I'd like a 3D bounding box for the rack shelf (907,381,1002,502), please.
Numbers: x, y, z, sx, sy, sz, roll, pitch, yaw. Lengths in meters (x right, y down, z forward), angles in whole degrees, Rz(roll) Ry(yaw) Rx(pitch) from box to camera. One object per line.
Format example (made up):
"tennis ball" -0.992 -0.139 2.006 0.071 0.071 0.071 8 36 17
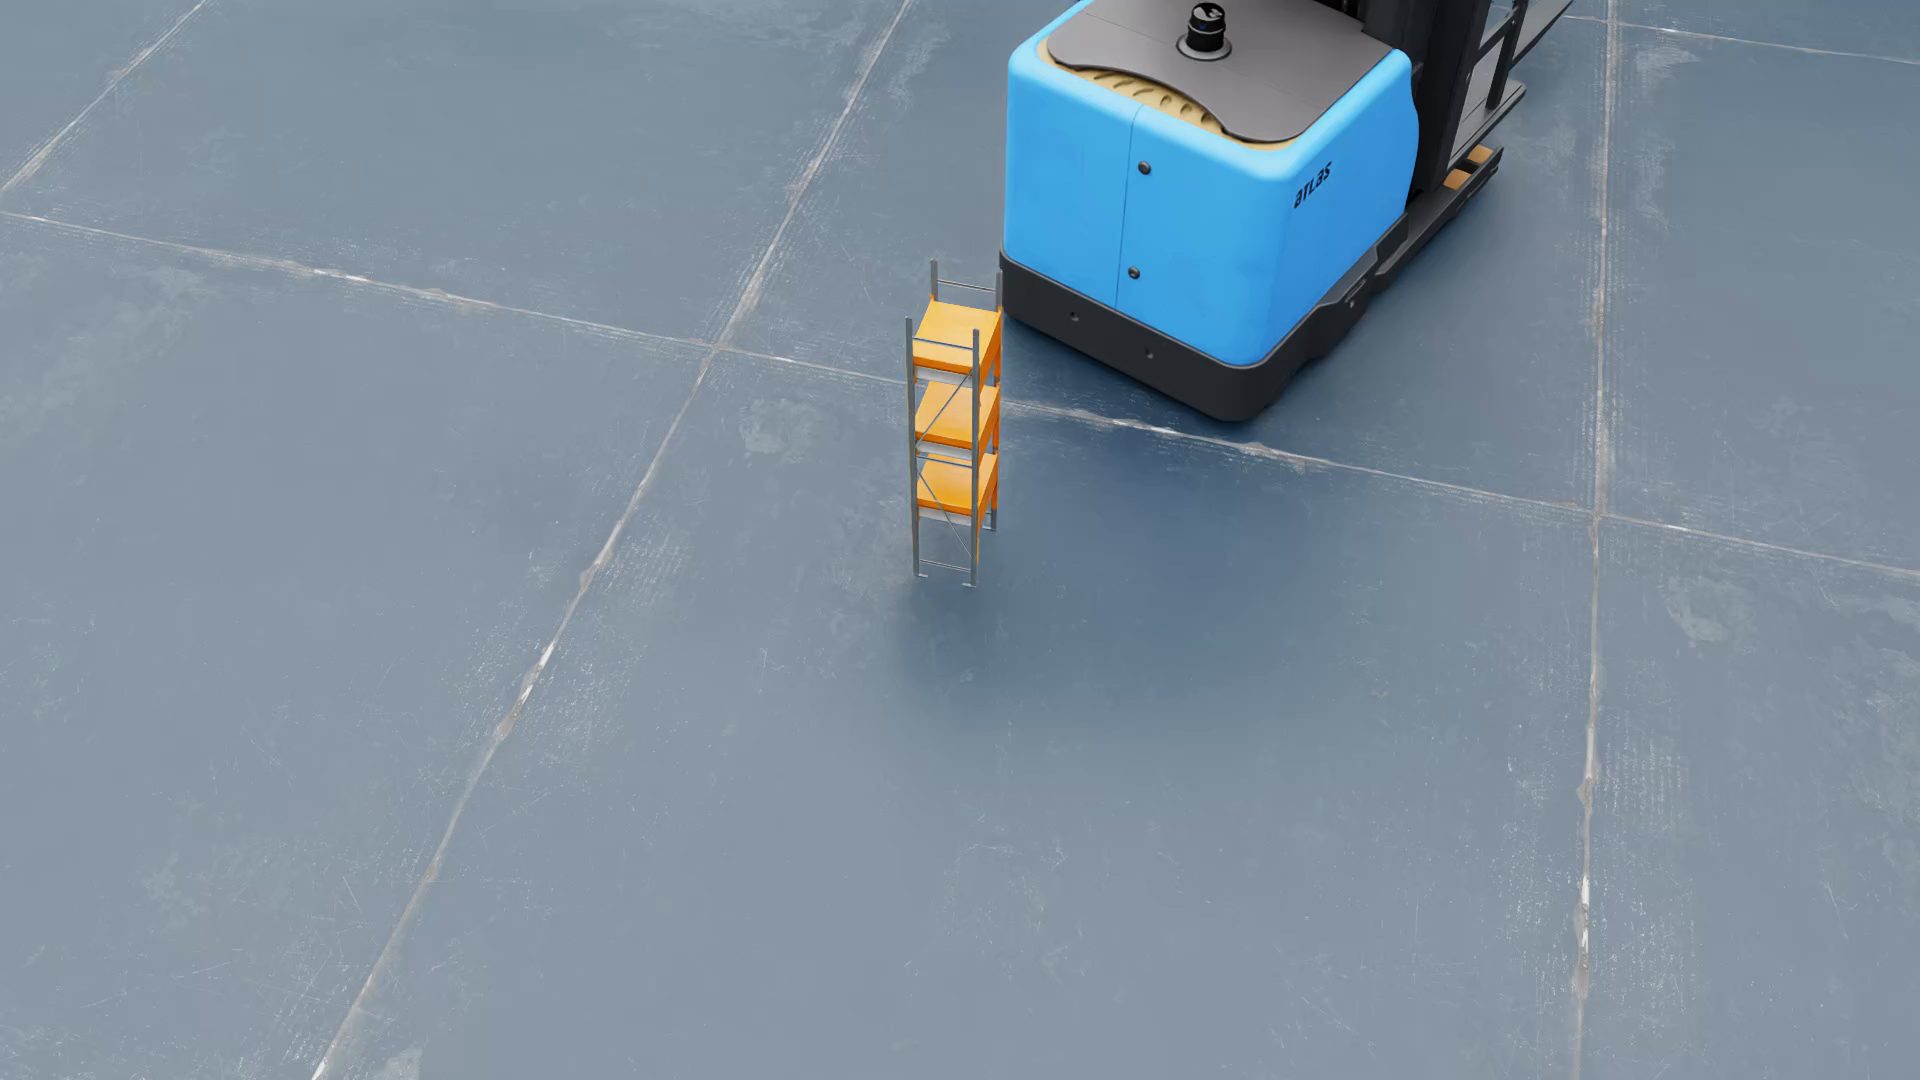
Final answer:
"rack shelf" -0.014 -0.302 4.830 0.215 0.259 0.240 12 50 10

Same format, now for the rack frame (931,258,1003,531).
"rack frame" 0.018 -0.397 4.900 0.200 1.050 0.008 12 50 10

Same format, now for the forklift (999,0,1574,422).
"forklift" 1.433 -2.419 5.430 1.130 2.935 3.031 30 55 24

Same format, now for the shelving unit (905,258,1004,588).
"shelving unit" -0.014 -0.309 4.822 0.215 1.050 0.252 12 50 10

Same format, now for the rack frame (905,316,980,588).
"rack frame" -0.046 -0.220 4.744 0.200 1.050 0.008 12 50 10

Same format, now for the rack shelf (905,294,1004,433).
"rack shelf" -0.014 -0.489 4.617 0.215 0.259 0.240 12 50 10

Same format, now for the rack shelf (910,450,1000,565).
"rack shelf" -0.014 -0.118 5.039 0.215 0.259 0.240 12 50 10
